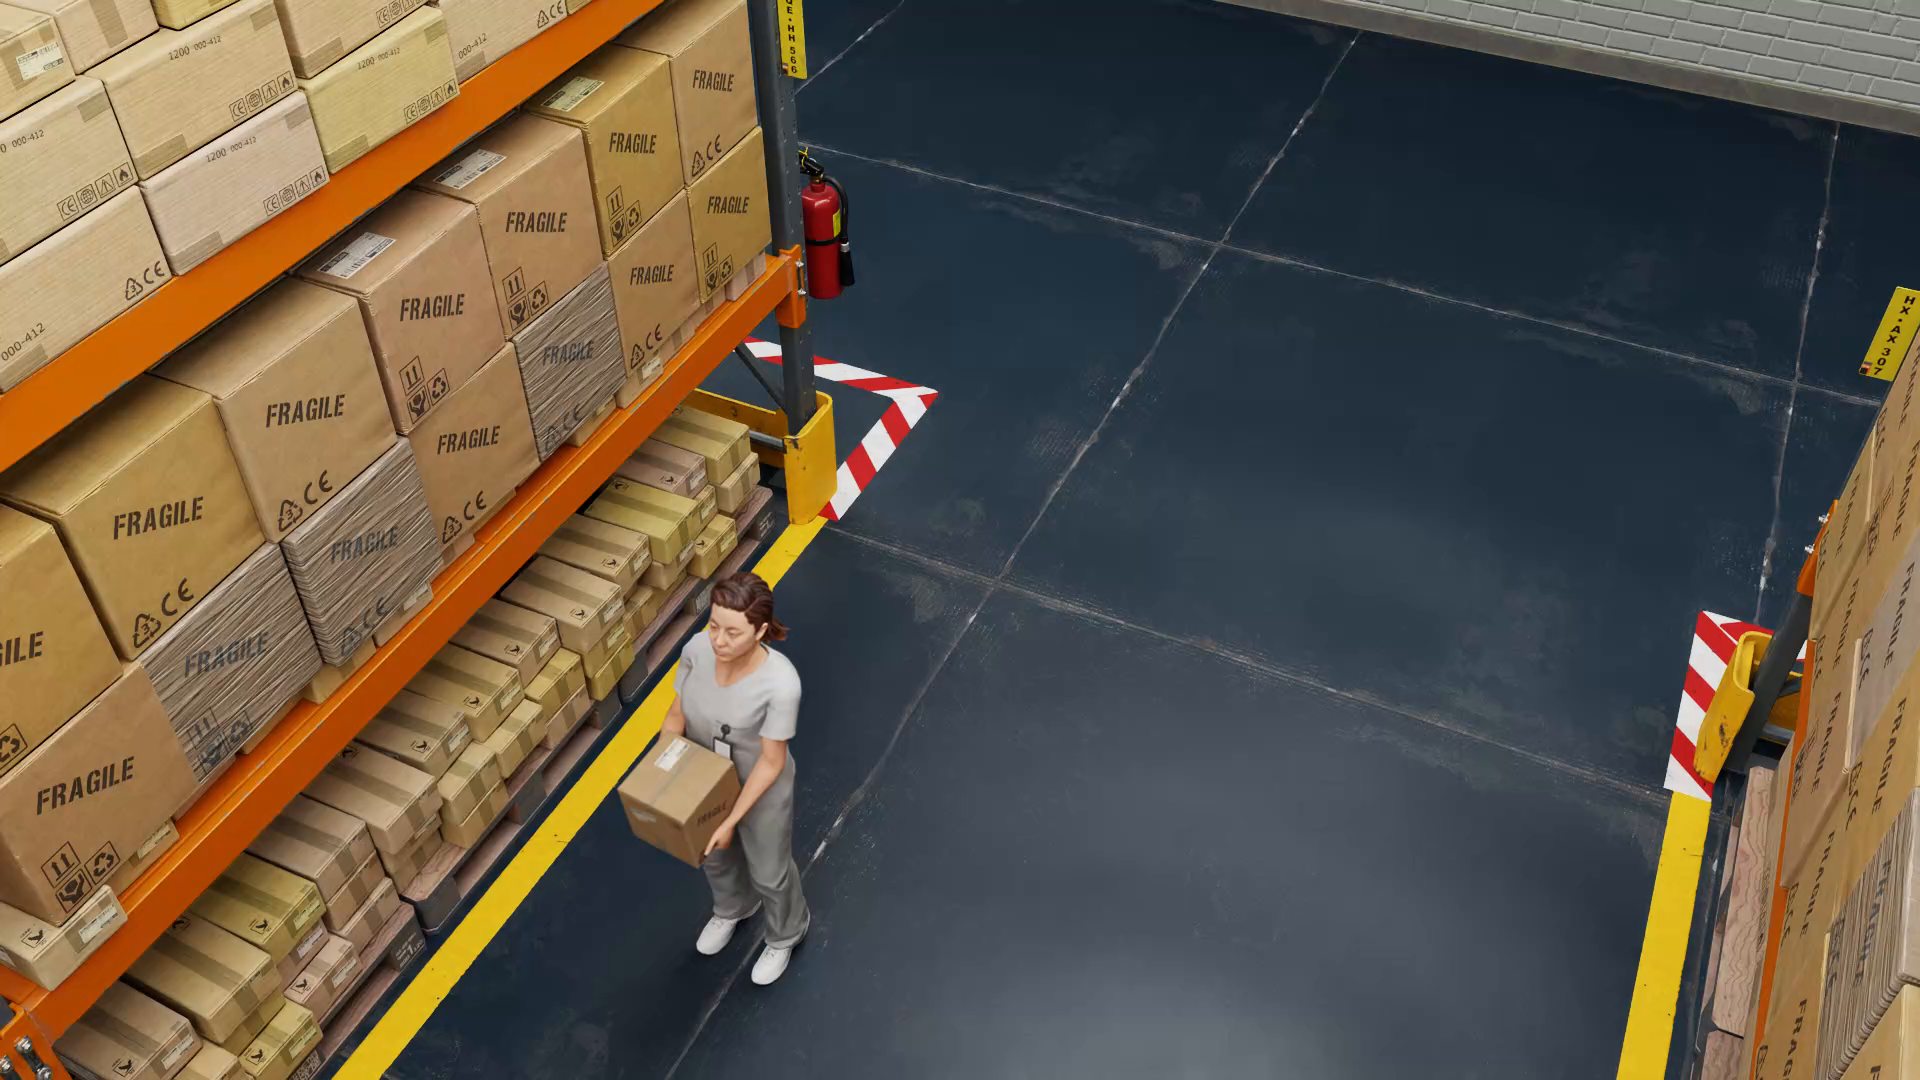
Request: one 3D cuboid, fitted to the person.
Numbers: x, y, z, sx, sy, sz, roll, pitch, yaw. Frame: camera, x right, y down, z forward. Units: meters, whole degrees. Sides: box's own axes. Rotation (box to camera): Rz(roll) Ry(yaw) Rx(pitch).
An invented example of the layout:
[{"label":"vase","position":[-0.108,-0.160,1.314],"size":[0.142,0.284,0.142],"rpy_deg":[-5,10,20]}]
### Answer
[{"label":"person","position":[-0.725,0.814,5.275],"size":[0.439,1.654,0.558],"rpy_deg":[22,47,23]}]
